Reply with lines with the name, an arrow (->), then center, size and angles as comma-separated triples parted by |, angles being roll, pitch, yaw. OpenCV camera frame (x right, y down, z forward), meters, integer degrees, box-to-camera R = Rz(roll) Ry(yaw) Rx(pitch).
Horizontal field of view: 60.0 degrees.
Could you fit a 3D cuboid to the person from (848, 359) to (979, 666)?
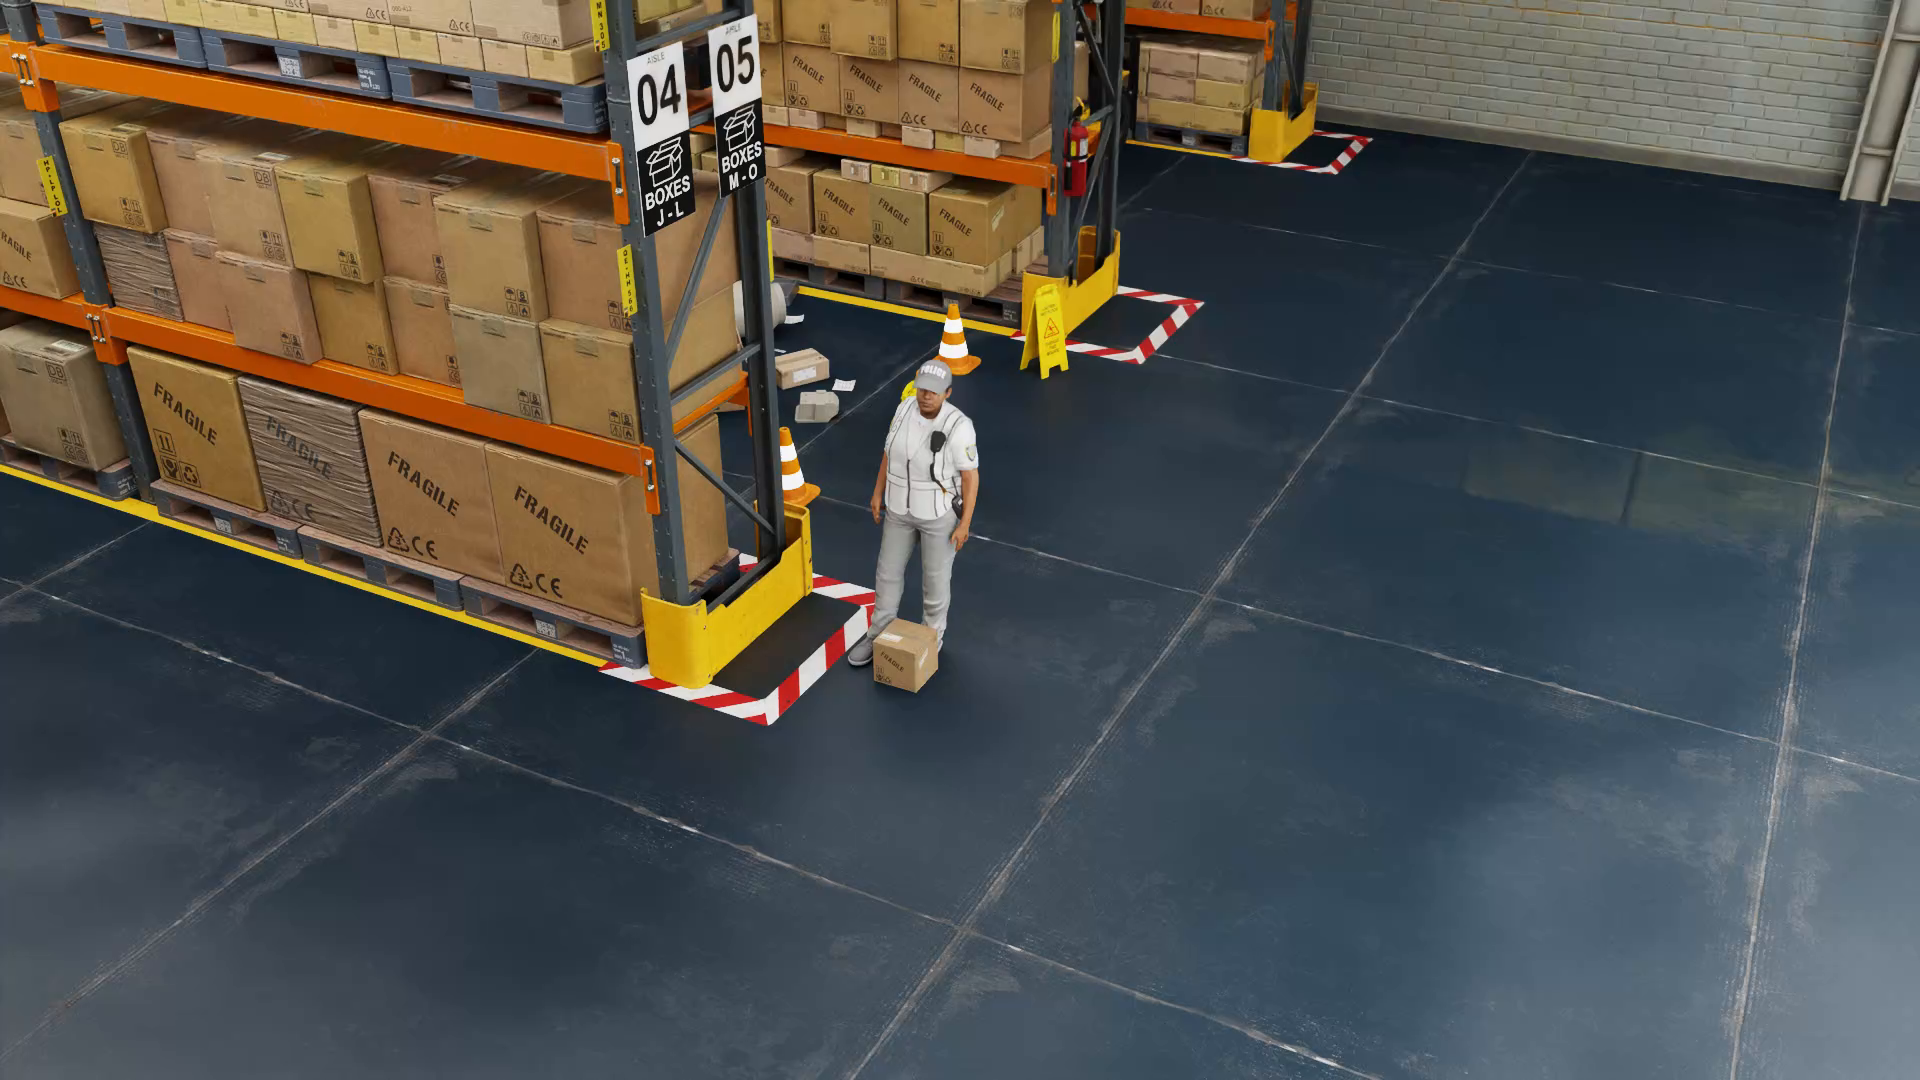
person -> -0.232, -0.113, 8.456 | 0.598, 1.670, 0.529 | 15, 34, 24
